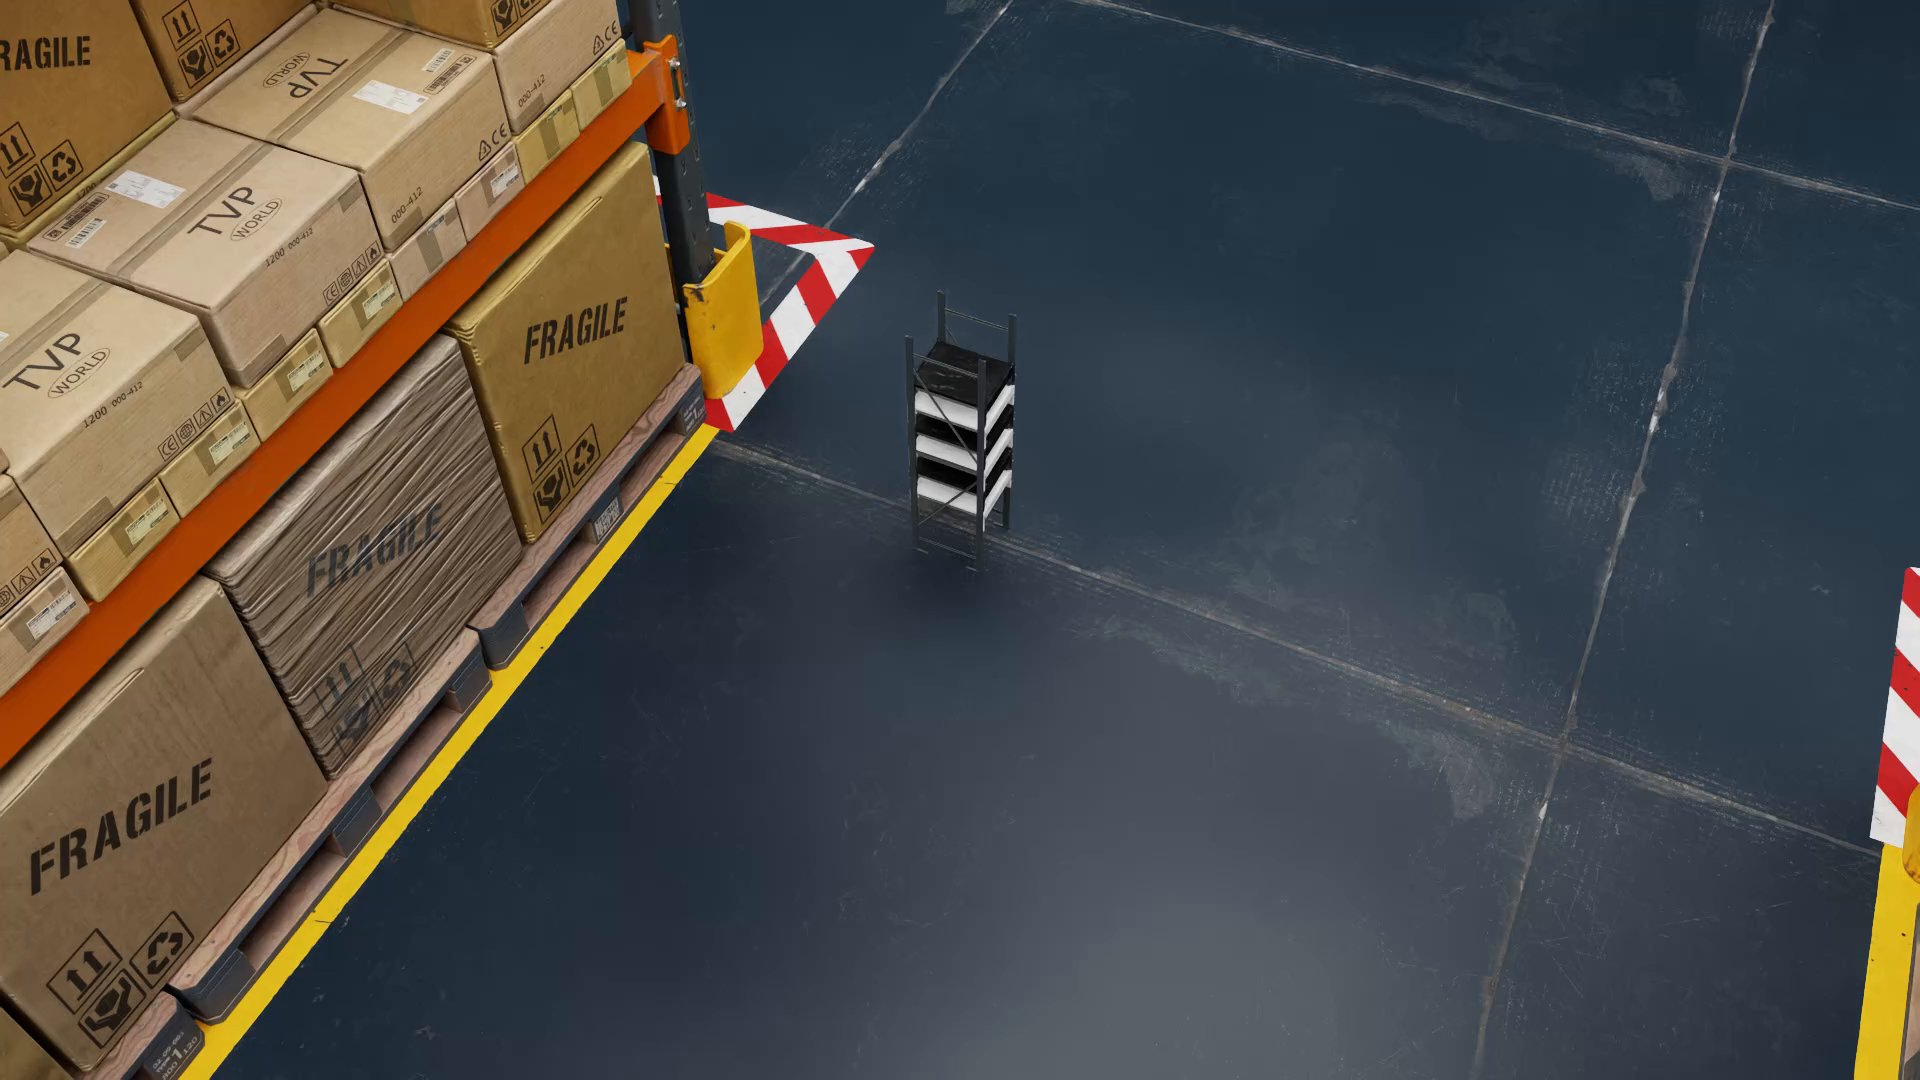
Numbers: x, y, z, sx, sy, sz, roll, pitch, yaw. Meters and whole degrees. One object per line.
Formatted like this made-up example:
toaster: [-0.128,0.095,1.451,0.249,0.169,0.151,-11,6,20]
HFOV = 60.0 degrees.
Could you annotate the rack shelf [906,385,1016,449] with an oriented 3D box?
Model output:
rack shelf: [0.003,-0.392,4.800,0.258,0.077,0.200,20,52,16]

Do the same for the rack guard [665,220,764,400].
rack guard: [-1.267,-0.931,5.714,1.175,0.500,0.348,20,52,16]

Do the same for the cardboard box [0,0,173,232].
cardboard box: [-2.156,-1.070,3.602,0.500,0.500,0.500,19,52,15]

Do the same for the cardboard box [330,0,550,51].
cardboard box: [-1.247,-1.595,4.048,0.500,0.500,0.500,20,53,17]

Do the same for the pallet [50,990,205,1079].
pallet: [-2.590,1.435,3.890,1.003,0.211,1.213,20,52,16]

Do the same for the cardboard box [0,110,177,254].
cardboard box: [-2.160,-0.825,3.886,0.500,0.250,0.500,18,52,15]

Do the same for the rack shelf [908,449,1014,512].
rack shelf: [0.003,-0.217,5.006,0.258,0.077,0.200,20,52,16]

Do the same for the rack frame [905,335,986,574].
rack frame: [-0.040,-0.227,4.852,0.240,0.900,0.006,20,52,16]

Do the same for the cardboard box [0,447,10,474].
cardboard box: [-2.115,-0.204,2.865,0.500,0.500,0.500,18,52,15]

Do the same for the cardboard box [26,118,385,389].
cardboard box: [-1.678,-0.653,3.739,0.500,0.250,0.500,18,52,15]

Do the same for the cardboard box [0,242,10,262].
cardboard box: [-2.378,-0.464,3.579,0.500,0.250,0.500,19,52,15]

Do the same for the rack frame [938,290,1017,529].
rack frame: [0.047,-0.367,4.972,0.240,0.900,0.006,20,52,16]

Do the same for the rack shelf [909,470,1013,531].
rack shelf: [0.003,-0.159,5.075,0.258,0.077,0.200,20,52,16]

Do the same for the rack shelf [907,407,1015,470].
rack shelf: [0.003,-0.334,4.869,0.258,0.077,0.200,20,52,16]

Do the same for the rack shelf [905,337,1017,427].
rack shelf: [0.003,-0.451,4.732,0.258,0.077,0.200,20,52,16]

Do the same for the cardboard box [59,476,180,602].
cardboard box: [-1.894,-0.058,3.495,0.380,0.149,0.250,18,52,15]

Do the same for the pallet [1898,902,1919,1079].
pallet: [2.753,1.462,3.867,1.003,0.211,1.213,20,52,16]

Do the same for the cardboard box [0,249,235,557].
cardboard box: [-1.897,-0.293,3.433,0.500,0.250,0.500,20,52,16]

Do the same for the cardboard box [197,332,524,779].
cardboard box: [-1.867,-0.079,4.467,0.875,0.875,0.875,20,52,16]

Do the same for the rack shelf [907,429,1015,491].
rack shelf: [0.003,-0.276,4.937,0.258,0.077,0.200,20,52,16]

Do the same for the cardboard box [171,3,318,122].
cardboard box: [-1.942,-1.170,4.179,0.500,0.250,0.500,19,52,16]

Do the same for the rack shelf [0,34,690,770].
rack shelf: [-2.131,-0.115,3.850,1.077,0.370,4.000,20,52,16]

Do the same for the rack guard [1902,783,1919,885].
rack guard: [3.132,0.821,4.223,1.175,0.500,0.348,20,52,16]

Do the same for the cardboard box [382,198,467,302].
cardboard box: [-1.457,-0.767,4.098,0.380,0.149,0.250,21,53,17]

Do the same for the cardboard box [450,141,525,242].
cardboard box: [-1.350,-0.938,4.244,0.380,0.149,0.250,20,52,16]

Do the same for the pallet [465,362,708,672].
pallet: [-1.548,-0.245,5.320,1.003,0.211,1.213,20,52,16]

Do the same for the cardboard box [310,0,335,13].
cardboard box: [-1.726,-1.530,4.486,0.500,0.250,0.500,19,52,15]

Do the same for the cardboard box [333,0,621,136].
cardboard box: [-1.244,-1.353,4.335,0.500,0.250,0.500,19,52,16]

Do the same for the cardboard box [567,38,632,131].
cardboard box: [-1.131,-1.291,4.544,0.380,0.149,0.250,21,53,17]

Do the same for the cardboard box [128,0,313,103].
cardboard box: [-1.940,-1.429,3.907,0.500,0.500,0.500,19,52,15]

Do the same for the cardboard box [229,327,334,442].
cardboard box: [-1.677,-0.409,3.793,0.380,0.149,0.250,20,52,16]

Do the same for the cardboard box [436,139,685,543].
cardboard box: [-1.478,-0.706,5.000,0.875,0.875,0.875,20,52,16]

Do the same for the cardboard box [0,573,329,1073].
cardboard box: [-2.247,0.534,3.946,0.875,0.875,0.875,20,52,16]

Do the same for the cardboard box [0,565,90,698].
cardboard box: [-2.005,0.123,3.341,0.380,0.149,0.250,20,53,16]

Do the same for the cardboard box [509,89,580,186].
cardboard box: [-1.241,-1.112,4.391,0.380,0.149,0.250,20,53,16]

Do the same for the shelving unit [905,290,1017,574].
shelving unit: [0.003,-0.297,4.912,0.258,0.900,0.210,20,52,16]

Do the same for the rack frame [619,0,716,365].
rack frame: [-1.277,-1.725,4.748,1.000,3.000,0.127,20,52,16]

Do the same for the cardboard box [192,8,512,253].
cardboard box: [-1.461,-1.004,4.038,0.500,0.250,0.500,19,52,15]

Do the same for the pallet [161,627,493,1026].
pallet: [-2.070,0.592,4.608,1.003,0.211,1.213,20,52,16]

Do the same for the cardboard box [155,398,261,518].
cardboard box: [-1.785,-0.239,3.648,0.380,0.149,0.250,21,53,17]

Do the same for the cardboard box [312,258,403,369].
cardboard box: [-1.566,-0.587,3.945,0.380,0.149,0.250,19,52,15]

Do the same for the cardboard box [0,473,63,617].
cardboard box: [-2.115,0.044,3.146,0.500,0.250,0.500,21,53,17]
